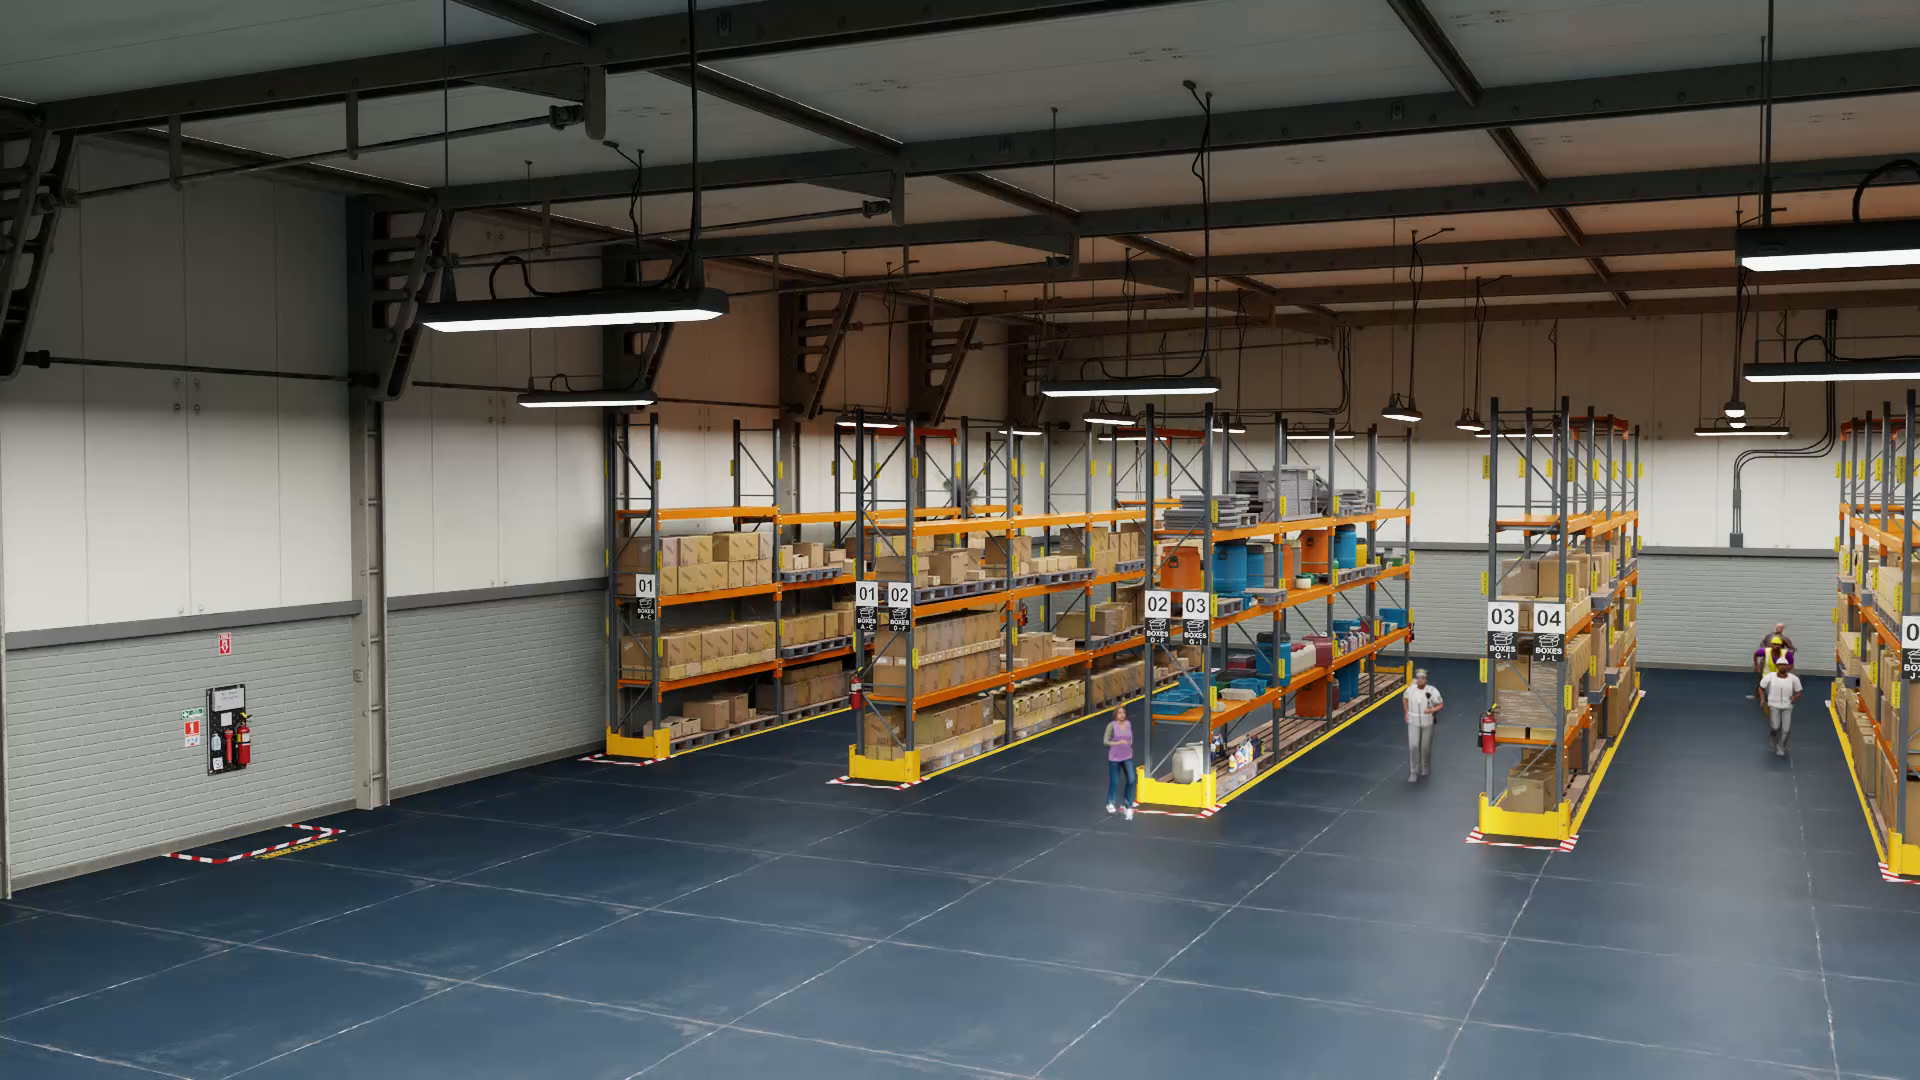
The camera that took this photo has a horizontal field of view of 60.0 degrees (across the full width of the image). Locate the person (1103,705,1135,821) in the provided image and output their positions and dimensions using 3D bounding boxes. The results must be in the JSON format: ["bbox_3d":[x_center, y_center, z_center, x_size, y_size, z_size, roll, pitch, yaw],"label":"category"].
[{"bbox_3d":[2.294,3.196,23.925,0.521,1.644,0.634,-1,2,-16],"label":"person"}]

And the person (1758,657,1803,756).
[{"bbox_3d":[14.361,2.915,29.086,0.698,1.720,0.576,1,3,21],"label":"person"}]

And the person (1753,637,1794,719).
[{"bbox_3d":[16.196,2.757,33.093,0.683,1.682,0.818,1,3,17],"label":"person"}]

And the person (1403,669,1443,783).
[{"bbox_3d":[7.489,2.985,26.917,0.650,1.826,0.851,1,3,20],"label":"person"}]

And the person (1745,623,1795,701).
[{"bbox_3d":[17.500,2.634,35.919,0.884,1.706,0.780,0,2,-11],"label":"person"}]
